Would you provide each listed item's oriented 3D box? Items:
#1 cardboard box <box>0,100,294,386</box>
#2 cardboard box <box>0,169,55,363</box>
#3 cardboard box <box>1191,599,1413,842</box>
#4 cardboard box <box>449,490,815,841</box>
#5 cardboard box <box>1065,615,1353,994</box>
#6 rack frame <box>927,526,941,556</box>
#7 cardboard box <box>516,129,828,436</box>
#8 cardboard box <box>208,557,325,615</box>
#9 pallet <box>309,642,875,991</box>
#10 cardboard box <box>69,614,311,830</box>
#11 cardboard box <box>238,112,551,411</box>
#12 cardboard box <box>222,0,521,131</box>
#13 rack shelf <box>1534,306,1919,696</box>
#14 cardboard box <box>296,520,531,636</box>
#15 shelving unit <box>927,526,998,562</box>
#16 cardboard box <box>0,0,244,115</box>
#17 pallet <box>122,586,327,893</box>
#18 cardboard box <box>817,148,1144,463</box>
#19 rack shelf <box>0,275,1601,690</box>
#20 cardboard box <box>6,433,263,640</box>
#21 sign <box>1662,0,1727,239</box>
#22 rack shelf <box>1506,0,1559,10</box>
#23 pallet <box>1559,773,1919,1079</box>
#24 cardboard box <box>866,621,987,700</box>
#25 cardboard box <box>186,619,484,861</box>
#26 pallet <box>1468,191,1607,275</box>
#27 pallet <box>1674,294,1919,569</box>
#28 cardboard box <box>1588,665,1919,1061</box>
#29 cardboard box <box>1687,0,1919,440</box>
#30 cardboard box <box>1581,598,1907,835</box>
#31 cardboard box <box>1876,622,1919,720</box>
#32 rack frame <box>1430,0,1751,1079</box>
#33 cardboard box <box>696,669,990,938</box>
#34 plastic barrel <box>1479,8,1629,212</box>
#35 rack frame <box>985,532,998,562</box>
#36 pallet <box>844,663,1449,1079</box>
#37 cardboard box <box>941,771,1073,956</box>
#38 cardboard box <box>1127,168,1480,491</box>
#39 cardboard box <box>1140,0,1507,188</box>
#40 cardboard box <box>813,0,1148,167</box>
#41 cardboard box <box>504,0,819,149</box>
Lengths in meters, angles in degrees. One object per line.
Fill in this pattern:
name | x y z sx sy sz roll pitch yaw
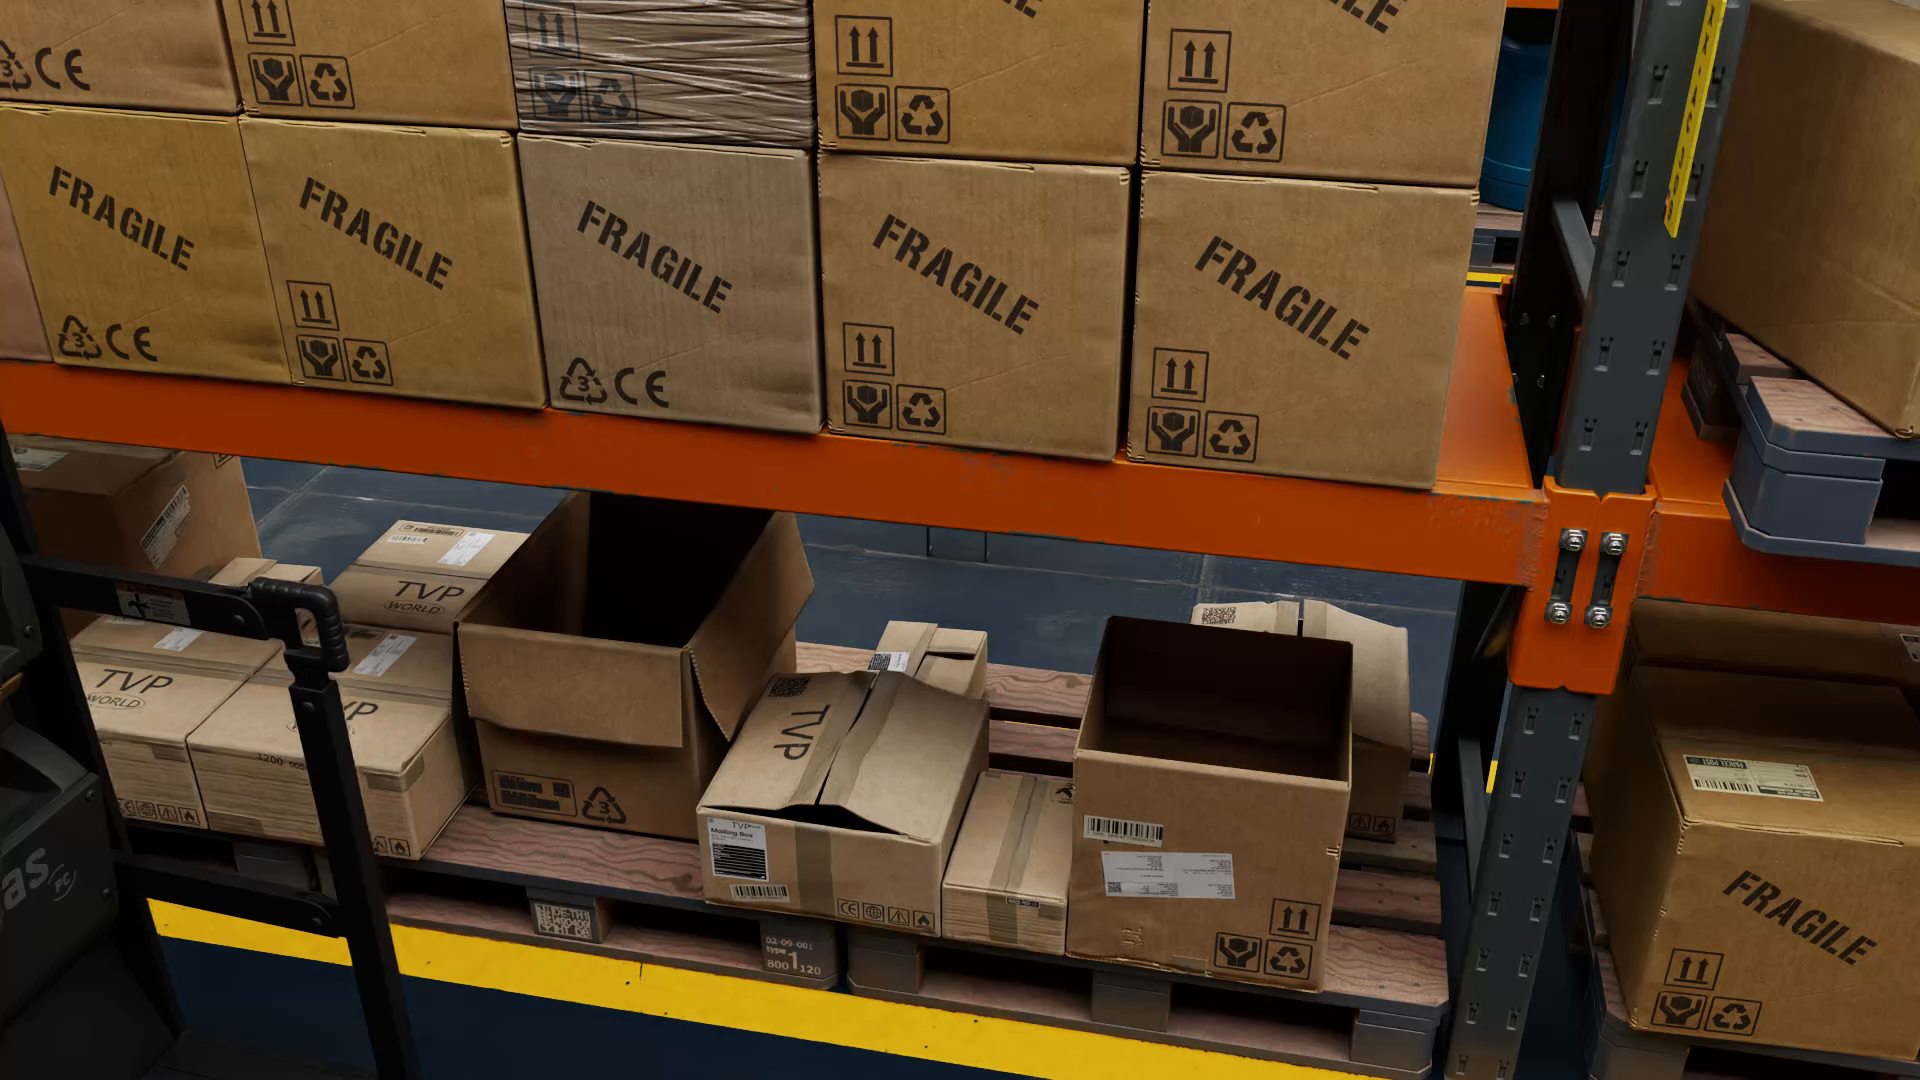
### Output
cardboard box | -1.418 -0.640 3.192 0.500 0.500 0.500 6 29 10
cardboard box | -1.908 -0.692 3.286 0.500 0.500 0.500 6 29 10
cardboard box | 0.754 0.378 3.778 0.500 0.311 0.500 6 29 11
cardboard box | -0.719 0.251 3.809 0.637 0.503 0.797 6 29 11
cardboard box | 0.503 0.515 3.331 0.500 0.500 0.500 6 29 11
rack frame | -0.075 -0.534 4.976 0.006 1.200 0.240 6 29 11
cardboard box | -0.430 -0.540 3.008 0.500 0.500 0.500 7 29 12
cardboard box | -1.832 0.206 4.243 0.250 0.166 0.380 6 29 11
pallet | -0.749 0.568 3.993 1.213 0.211 1.003 6 29 11
cardboard box | -1.831 0.385 3.828 0.500 0.250 0.500 6 29 11
cardboard box | -0.929 -0.589 3.099 0.500 0.500 0.500 6 29 11
cardboard box | -0.916 -1.028 2.859 0.500 0.500 0.500 6 29 10
rack shelf | 3.075 0.051 2.781 4.000 0.370 1.077 6 29 11
cardboard box | -1.287 0.196 4.174 0.500 0.250 0.500 6 29 11
shelving unit | 0.014 -0.525 4.959 0.189 1.200 0.258 6 29 11
cardboard box | -1.413 -1.078 2.951 0.500 0.500 0.500 6 29 11
pallet | -1.938 0.445 4.218 1.213 0.211 1.003 6 29 11
cardboard box | 0.072 -0.489 2.916 0.500 0.500 0.500 7 29 12
rack shelf | -0.837 -0.350 3.514 4.000 0.370 1.077 6 29 11
cardboard box | -2.209 -0.023 4.314 0.500 0.500 0.500 6 29 11
sign | 1.013 -0.589 2.300 0.005 0.325 0.100 6 29 11
rack shelf | 4.113 -2.274 7.030 4.000 0.370 1.077 6 29 11
pallet | 1.923 0.822 3.528 1.213 0.211 1.003 6 29 11
cardboard box | -0.094 0.359 3.962 0.250 0.166 0.380 6 29 11
cardboard box | -1.342 0.435 3.736 0.500 0.250 0.500 6 29 11
pallet | 2.903 -1.470 7.716 1.213 0.211 1.003 6 29 11
pallet | 1.878 -0.249 2.781 1.213 0.211 1.003 6 29 11
cardboard box | 1.541 0.602 3.172 0.500 0.500 0.500 5 29 8
cardboard box | 1.536 -0.540 2.572 0.500 0.500 0.700 -4 29 -7
cardboard box | 1.662 0.354 3.625 0.500 0.500 0.500 6 29 10
cardboard box | 2.143 0.407 3.527 0.500 0.500 0.500 6 29 11
rack frame | 1.119 -0.465 2.975 0.127 3.000 1.000 6 29 11
cardboard box | -0.231 0.523 3.514 0.500 0.311 0.500 6 29 11
plastic barrel | 2.686 -1.992 7.512 0.708 0.901 0.600 6 29 11
rack frame | 0.104 -0.516 4.942 0.006 1.200 0.240 6 29 11
pallet | 0.448 0.689 3.771 1.213 0.211 1.003 6 29 11
cardboard box | 0.124 0.660 3.432 0.250 0.149 0.380 6 29 11
cardboard box | 0.577 -0.438 2.823 0.500 0.500 0.500 6 29 11
cardboard box | 0.571 -0.876 2.582 0.500 0.500 0.500 6 29 11
cardboard box | 0.069 -0.926 2.673 0.500 0.500 0.500 5 29 10
cardboard box | -0.424 -0.977 2.765 0.500 0.500 0.500 6 29 11
